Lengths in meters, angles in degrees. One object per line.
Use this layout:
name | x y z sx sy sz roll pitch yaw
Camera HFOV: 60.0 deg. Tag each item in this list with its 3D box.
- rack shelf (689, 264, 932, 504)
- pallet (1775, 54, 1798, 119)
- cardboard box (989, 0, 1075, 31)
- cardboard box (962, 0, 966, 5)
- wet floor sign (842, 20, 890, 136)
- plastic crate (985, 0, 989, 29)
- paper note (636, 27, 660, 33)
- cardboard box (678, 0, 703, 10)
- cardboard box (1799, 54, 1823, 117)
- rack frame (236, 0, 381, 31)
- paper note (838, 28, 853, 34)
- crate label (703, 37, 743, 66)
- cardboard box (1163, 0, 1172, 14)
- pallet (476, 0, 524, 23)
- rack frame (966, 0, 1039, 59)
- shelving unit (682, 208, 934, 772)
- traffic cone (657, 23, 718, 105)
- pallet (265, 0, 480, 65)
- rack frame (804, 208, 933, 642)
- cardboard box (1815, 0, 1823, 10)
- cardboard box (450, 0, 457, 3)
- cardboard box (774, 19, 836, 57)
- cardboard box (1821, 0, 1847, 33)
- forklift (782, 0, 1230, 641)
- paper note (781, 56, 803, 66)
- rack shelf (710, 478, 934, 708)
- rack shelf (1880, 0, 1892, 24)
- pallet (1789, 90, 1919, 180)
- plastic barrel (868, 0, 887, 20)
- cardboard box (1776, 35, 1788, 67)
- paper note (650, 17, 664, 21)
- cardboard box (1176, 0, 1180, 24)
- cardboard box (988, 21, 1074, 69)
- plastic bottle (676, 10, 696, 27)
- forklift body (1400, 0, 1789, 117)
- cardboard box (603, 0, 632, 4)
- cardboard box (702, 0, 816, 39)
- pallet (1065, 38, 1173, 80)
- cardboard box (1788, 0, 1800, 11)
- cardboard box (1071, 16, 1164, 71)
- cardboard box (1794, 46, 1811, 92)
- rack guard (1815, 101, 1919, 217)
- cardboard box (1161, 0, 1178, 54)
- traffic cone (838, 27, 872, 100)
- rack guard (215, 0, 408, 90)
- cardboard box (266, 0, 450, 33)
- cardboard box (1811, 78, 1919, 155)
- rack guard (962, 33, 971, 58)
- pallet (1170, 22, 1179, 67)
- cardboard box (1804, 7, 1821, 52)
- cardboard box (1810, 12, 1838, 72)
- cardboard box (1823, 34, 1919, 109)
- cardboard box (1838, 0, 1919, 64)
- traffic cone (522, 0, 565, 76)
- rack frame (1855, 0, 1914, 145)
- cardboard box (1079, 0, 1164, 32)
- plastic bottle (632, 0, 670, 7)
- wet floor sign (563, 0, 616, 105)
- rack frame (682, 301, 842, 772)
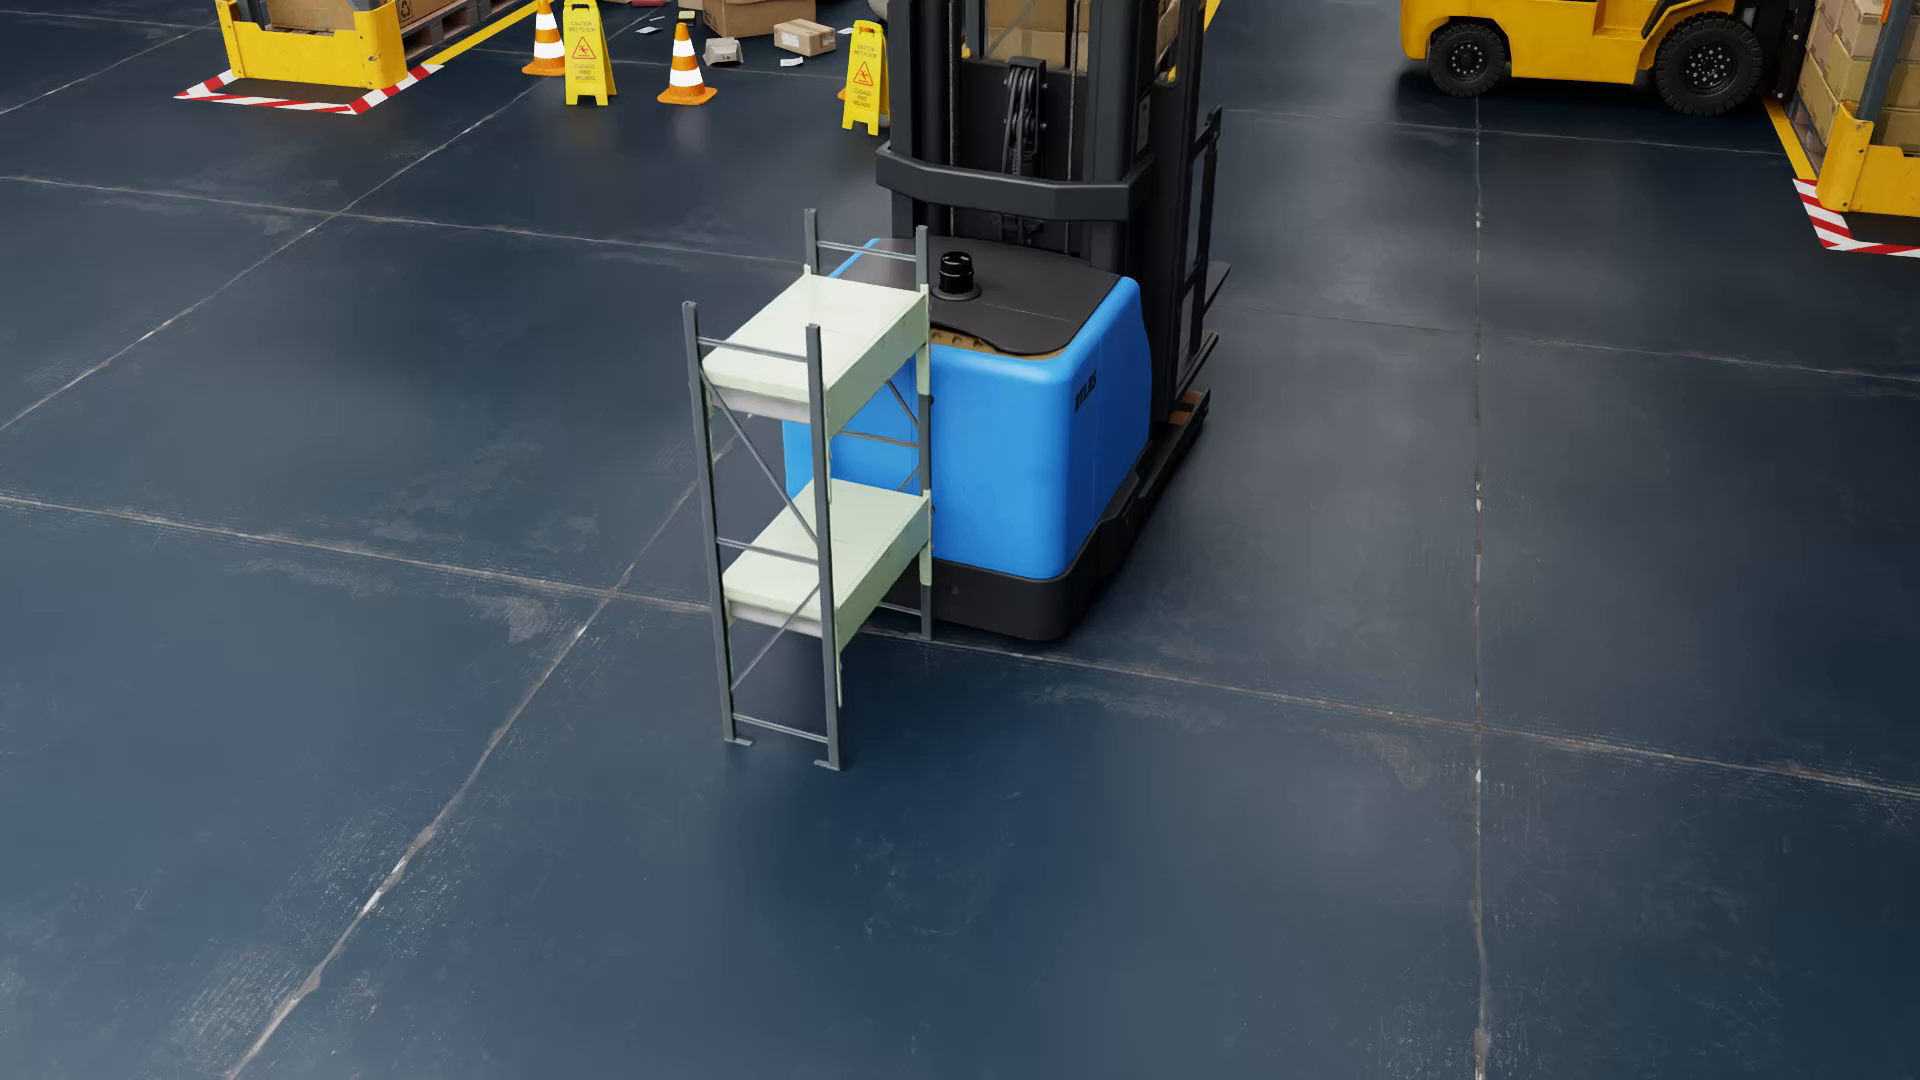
rack shelf | -0.417 -0.475 4.871 0.431 0.370 0.720 12 34 18
pallet | 5.802 -2.951 10.695 1.003 0.211 1.213 8 33 12
cardboard box | 0.485 -3.552 10.515 0.500 0.500 0.500 8 33 13
cardboard box | -0.039 -4.419 12.733 0.500 0.500 0.500 -21 38 -29
wet floor sign | -0.549 -2.821 10.087 0.267 0.644 0.232 20 38 29
plastic crate | 0.358 -3.908 12.323 0.402 0.080 0.583 -3 33 -4
paper note | -2.250 -3.697 12.038 0.144 0.017 0.142 20 38 29
cardboard box | -1.919 -4.168 12.560 0.396 0.266 0.258 14 35 21
cardboard box | 5.285 -2.654 9.801 0.500 0.250 0.500 8 33 12
rack frame | -4.279 -4.389 10.358 1.000 3.000 0.127 8 33 12
paper note | -0.791 -3.692 12.040 0.148 0.019 0.142 20 38 29
crate label | -1.625 -3.350 11.391 0.250 0.136 0.298 -8 33 -13
cardboard box | 1.140 -3.766 10.851 0.500 0.500 0.500 7 33 11
pallet | -3.841 -4.269 12.769 1.003 0.211 1.213 8 33 12
rack frame | 0.534 -3.768 9.381 1.000 3.000 0.127 8 33 12
shelving unit | -0.417 -0.145 5.081 0.431 1.500 0.755 12 34 18
traffic cone | -1.764 -3.071 10.649 0.336 0.463 0.334 8 33 12
pallet | -4.152 -3.638 11.776 1.003 0.211 1.213 8 33 12
rack frame | -0.281 -0.328 5.367 0.400 1.500 0.023 12 34 18
cardboard box | 5.394 -3.343 9.952 0.500 0.250 0.500 8 33 13
cardboard box | -3.950 -4.488 12.102 0.875 0.875 0.875 8 33 12
cardboard box | -1.087 -3.520 11.648 0.380 0.149 0.250 28 42 36
cardboard box | 5.275 -3.080 9.538 0.500 0.250 0.500 9 33 13
forklift | 0.404 -1.678 6.157 1.130 2.935 3.031 12 34 18
paper note | -1.151 -3.276 11.375 0.148 0.019 0.142 -3 33 -4
rack shelf | -0.417 0.130 5.255 0.431 0.370 0.720 12 34 18
rack shelf | 5.844 -3.828 10.146 1.077 0.370 4.000 8 33 12
pallet | 5.490 -2.320 9.702 1.003 0.211 1.213 8 33 12
plastic barrel | -0.406 -3.959 12.082 0.421 0.421 0.512 -21 38 -29
cardboard box | 5.531 -3.185 10.636 0.500 0.250 0.500 9 34 14
paper note | -2.245 -3.863 12.316 0.032 0.001 0.123 28 42 36
cardboard box | 1.269 -3.714 11.468 0.500 0.250 0.500 10 34 16
cardboard box | 0.485 -3.253 10.743 0.500 0.250 0.500 8 33 12
plastic bottle | -2.013 -3.848 12.245 0.133 0.061 0.283 -3 33 -4
forklift body | 4.053 -3.968 10.487 2.313 2.155 1.214 8 33 12
cardboard box | -2.666 -4.466 12.807 0.500 0.500 0.500 14 35 21
cardboard box | -1.469 -3.970 12.027 0.797 0.503 0.637 -14 35 -21
pallet | 0.794 -3.047 10.847 1.003 0.211 1.213 8 33 12
cardboard box | 5.536 -3.406 10.517 0.500 0.250 0.500 8 33 12
cardboard box | 1.006 -3.166 10.605 0.500 0.250 0.500 8 33 12
cardboard box | 5.421 -2.913 10.207 0.500 0.250 0.500 8 33 13
rack guard | 5.330 -2.027 8.972 1.175 0.500 0.348 8 33 12
cardboard box | 1.143 -3.429 11.020 0.500 0.250 0.500 9 34 14
traffic cone | -0.604 -3.096 10.689 0.336 0.463 0.334 8 33 12
rack guard | -4.286 -3.322 11.009 1.175 0.500 0.348 8 33 12
cardboard box | -4.171 -4.031 11.384 0.875 0.875 0.875 8 33 13
cardboard box | 5.150 -2.398 9.397 0.500 0.250 0.500 8 33 13
rack guard | 0.553 -2.752 10.114 1.175 0.500 0.348 8 33 12
pallet | 1.105 -3.678 11.839 1.003 0.211 1.213 8 33 12
cardboard box | 5.406 -3.146 10.109 0.500 0.250 0.500 7 33 11
cardboard box | 5.295 -2.876 9.683 0.500 0.250 0.500 8 33 12
cardboard box | 5.157 -2.617 9.276 0.500 0.250 0.500 8 33 12
cardboard box | 5.152 -2.814 9.120 0.500 0.250 0.500 9 34 14
traffic cone | -2.771 -3.401 11.168 0.336 0.463 0.334 8 33 12
rack frame | 5.336 -3.094 8.321 1.000 3.000 0.127 8 33 12
cardboard box | 1.012 -3.494 10.423 0.500 0.500 0.500 7 33 11
plastic bottle | -2.345 -4.097 12.637 0.283 0.061 0.133 -3 33 -4
wet floor sign | -2.372 -3.111 10.542 0.267 0.644 0.232 3 33 4
rack frame | -0.554 0.037 4.794 0.400 1.500 0.023 12 34 18
